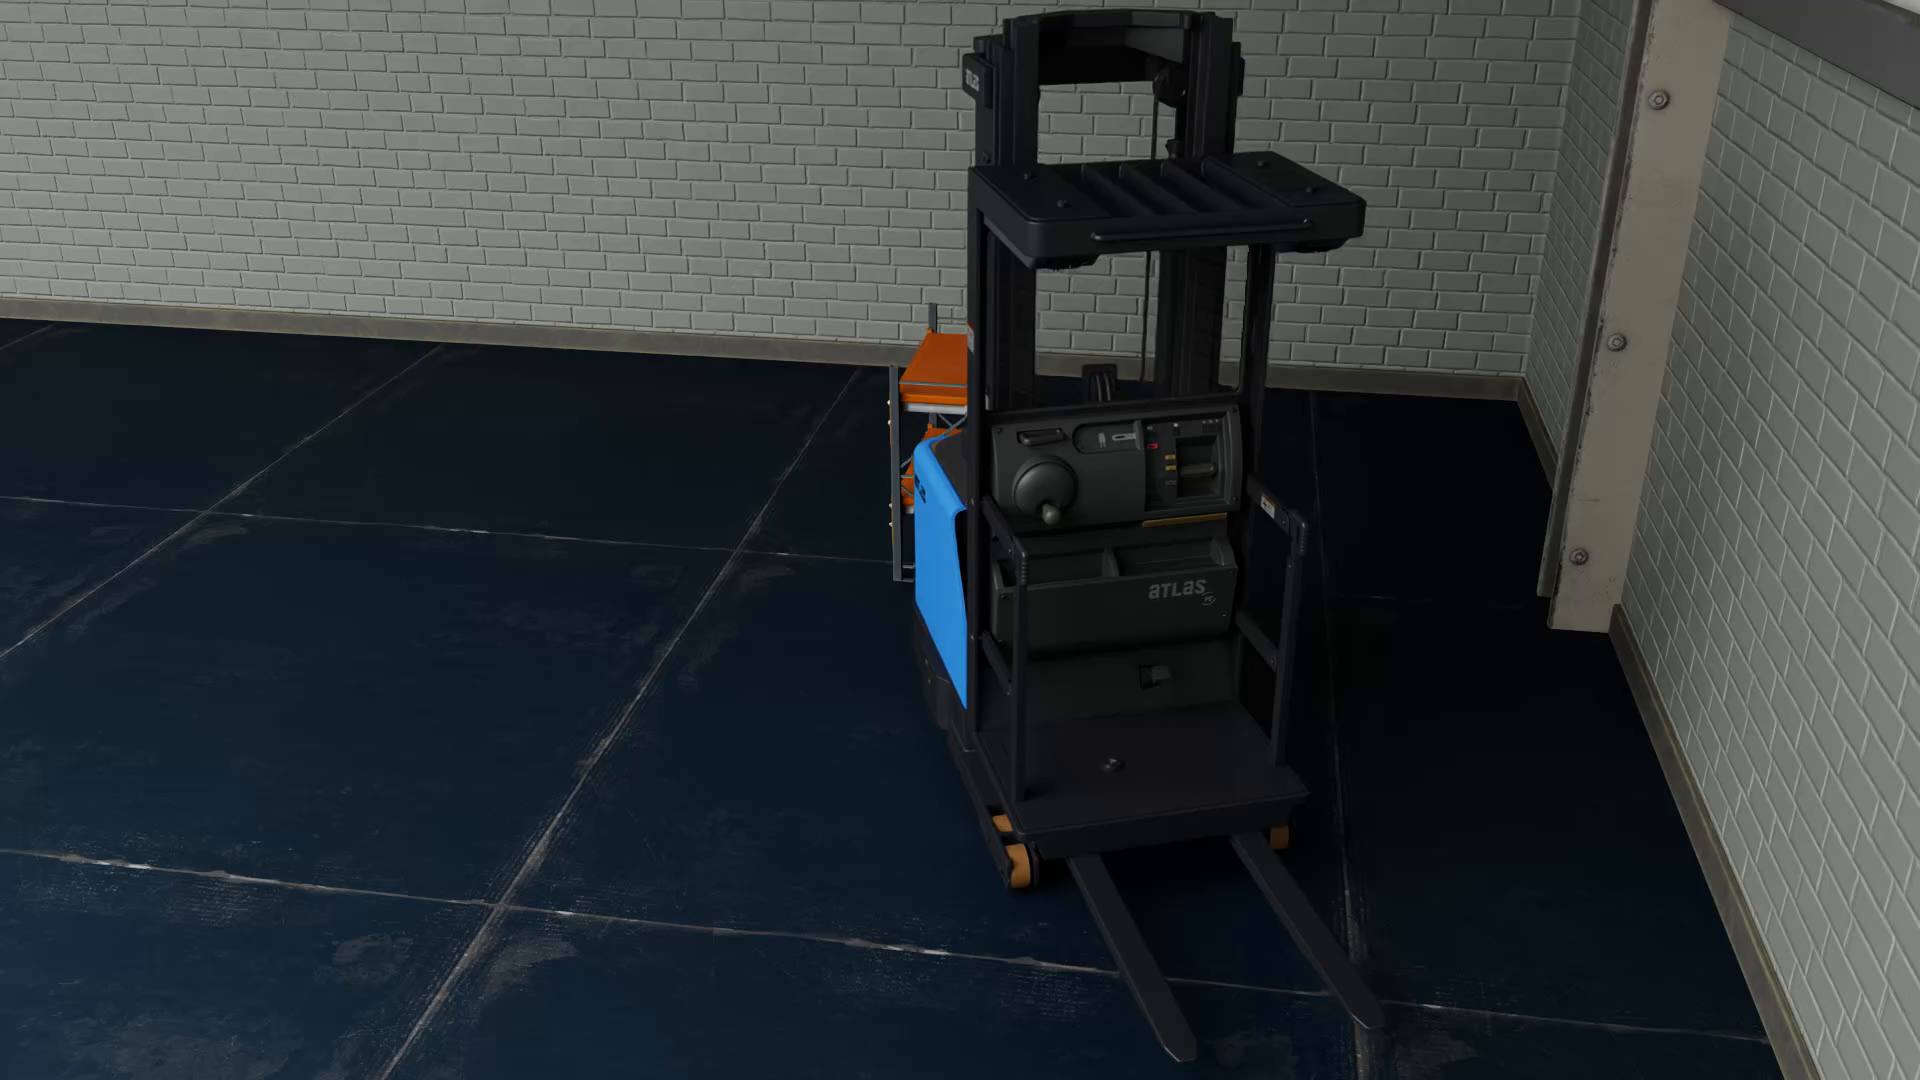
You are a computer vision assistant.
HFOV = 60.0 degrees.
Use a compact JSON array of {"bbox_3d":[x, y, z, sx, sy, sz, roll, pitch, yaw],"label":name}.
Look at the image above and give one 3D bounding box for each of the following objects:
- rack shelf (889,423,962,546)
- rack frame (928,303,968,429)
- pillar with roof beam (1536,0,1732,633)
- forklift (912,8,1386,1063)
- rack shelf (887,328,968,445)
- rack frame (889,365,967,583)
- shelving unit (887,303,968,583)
[{"bbox_3d":[-0.001,-0.285,8.609,0.538,0.278,1.000,4,25,9],"label":"rack shelf"},{"bbox_3d":[0.082,-0.719,8.960,0.500,1.125,0.032,4,25,9],"label":"rack frame"},{"bbox_3d":[-1.281,-4.029,6.742,9.100,9.000,0.400,4,25,9],"label":"pillar with roof beam"},{"bbox_3d":[0.623,-0.237,5.799,1.130,2.935,3.031,-6,26,-12],"label":"forklift"},{"bbox_3d":[-0.001,-0.772,8.381,0.538,0.278,1.000,4,25,9],"label":"rack shelf"},{"bbox_3d":[-0.084,-0.294,8.051,0.500,1.125,0.032,4,25,9],"label":"rack frame"},{"bbox_3d":[-0.001,-0.507,8.506,0.538,1.125,1.048,4,25,9],"label":"shelving unit"}]
